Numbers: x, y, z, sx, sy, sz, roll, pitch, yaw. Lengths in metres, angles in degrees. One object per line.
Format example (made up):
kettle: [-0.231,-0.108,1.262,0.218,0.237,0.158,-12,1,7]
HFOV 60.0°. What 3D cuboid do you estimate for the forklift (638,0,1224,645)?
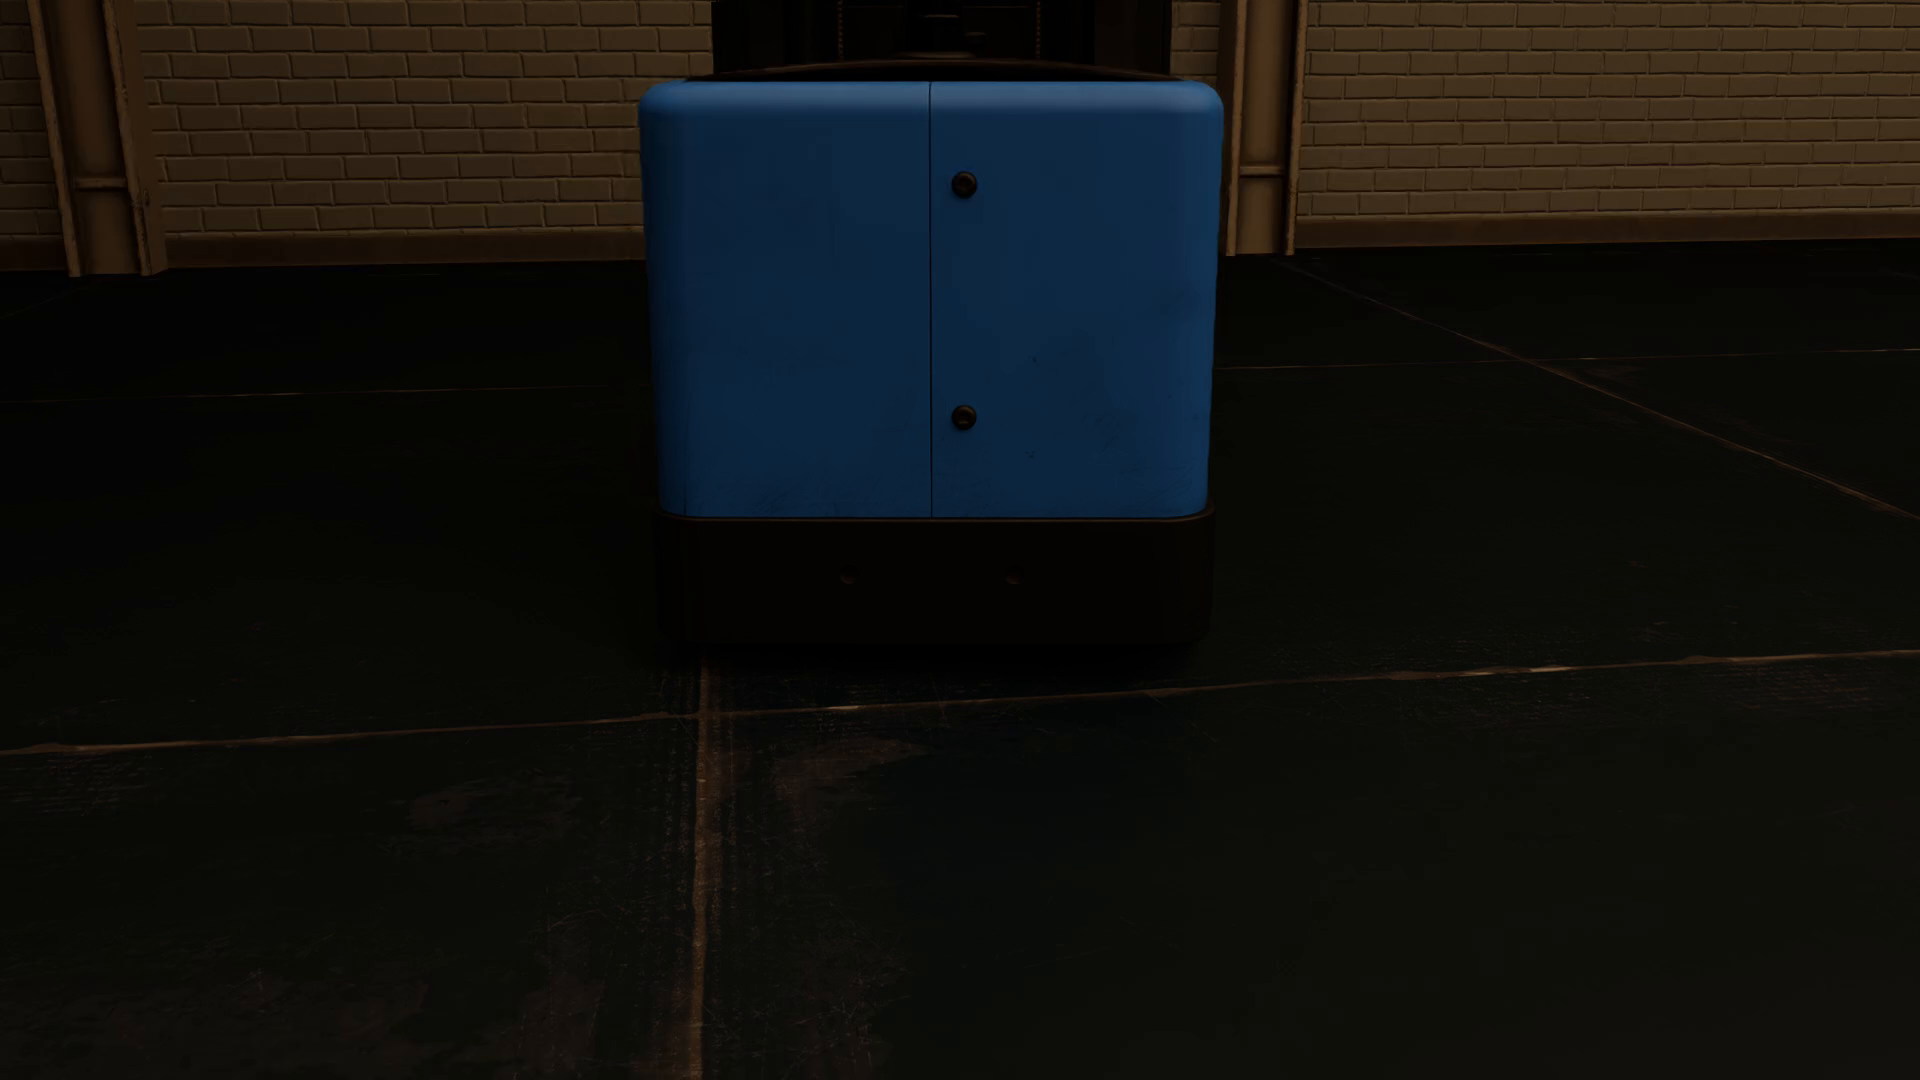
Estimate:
forklift: [-0.042,-1.578,4.121,1.130,2.935,3.031,0,17,0]
